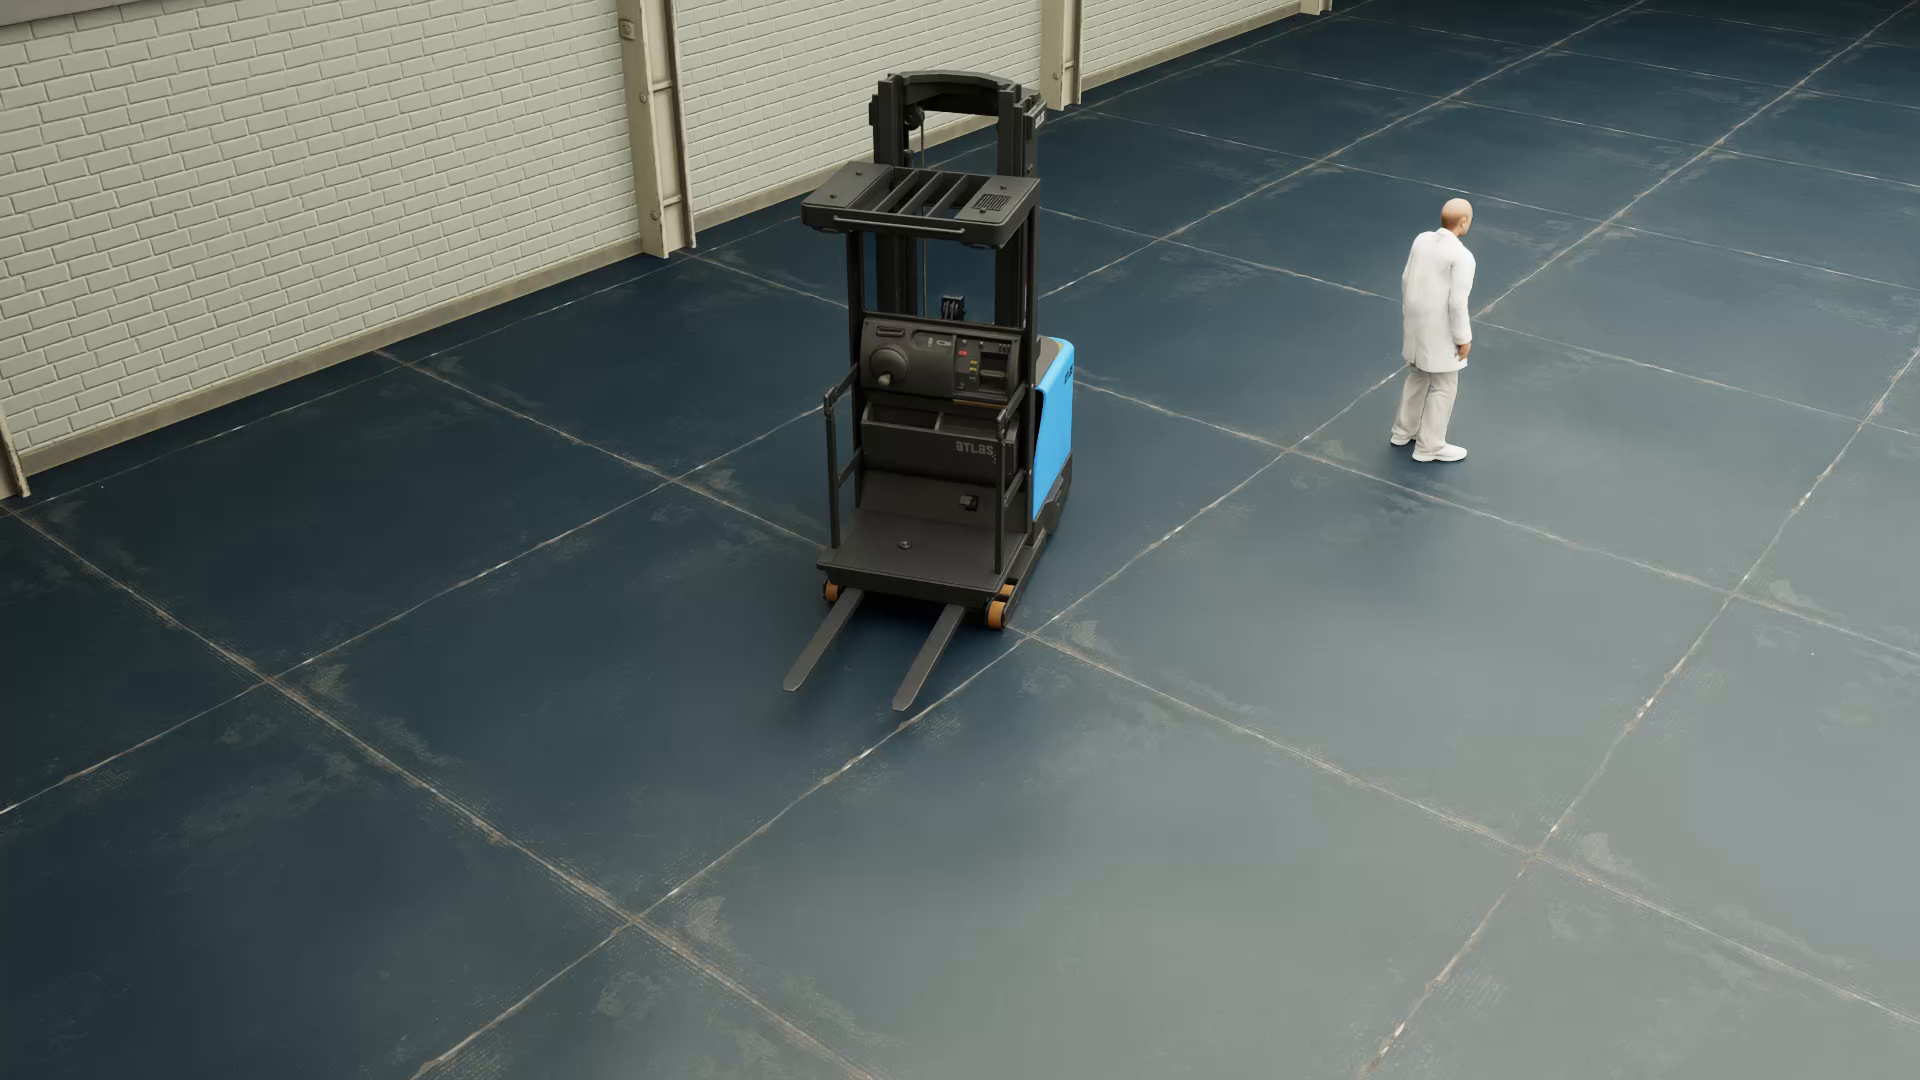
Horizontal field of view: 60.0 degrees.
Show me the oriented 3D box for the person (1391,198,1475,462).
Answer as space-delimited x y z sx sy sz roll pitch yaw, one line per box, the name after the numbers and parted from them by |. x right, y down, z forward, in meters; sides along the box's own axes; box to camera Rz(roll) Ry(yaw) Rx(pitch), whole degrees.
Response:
3.200 -1.421 11.176 0.436 1.772 0.646 -12 33 -20 | person

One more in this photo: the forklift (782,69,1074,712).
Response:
-0.176 -0.972 9.258 1.130 2.935 3.031 9 31 14 | forklift
